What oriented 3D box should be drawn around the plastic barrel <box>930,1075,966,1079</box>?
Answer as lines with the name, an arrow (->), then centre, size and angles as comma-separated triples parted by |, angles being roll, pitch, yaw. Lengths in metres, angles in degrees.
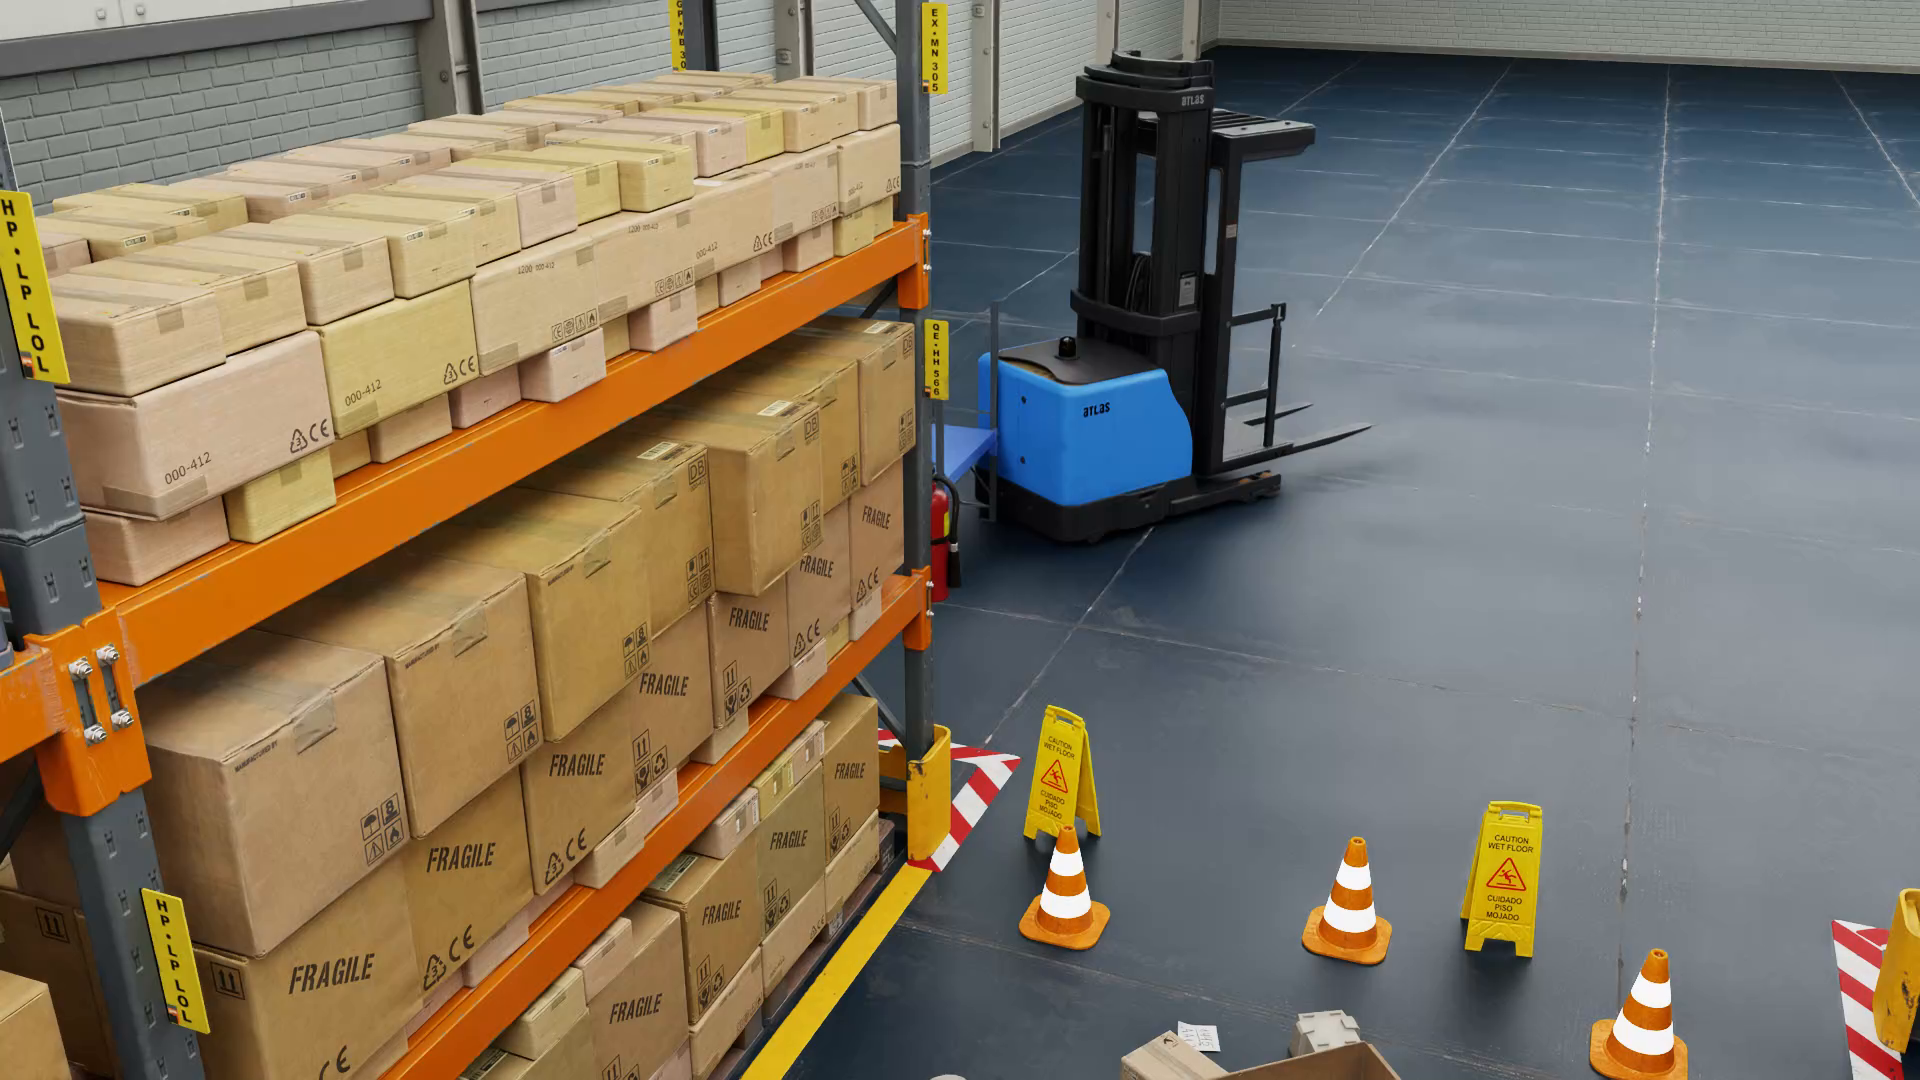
plastic barrel -> 0.037, 2.015, 5.377 | 0.421, 0.421, 0.512 | -12, 25, -26

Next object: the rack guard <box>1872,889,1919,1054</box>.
rack guard -> 4.041, 1.688, 6.061 | 1.175, 0.500, 0.348 | 9, 24, 20

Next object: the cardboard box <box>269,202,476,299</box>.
cardboard box -> -1.369, -0.681, 3.888 | 0.380, 0.149, 0.250 | 9, 24, 20

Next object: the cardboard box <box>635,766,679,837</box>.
cardboard box -> -1.121, 0.800, 5.268 | 0.380, 0.149, 0.250 | 9, 24, 20

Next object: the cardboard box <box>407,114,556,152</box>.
cardboard box -> -1.490, -1.231, 5.206 | 0.380, 0.149, 0.250 | 9, 24, 21

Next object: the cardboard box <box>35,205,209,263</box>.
cardboard box -> -1.967, -0.663, 3.846 | 0.380, 0.149, 0.250 | 9, 24, 21

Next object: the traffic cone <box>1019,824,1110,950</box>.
traffic cone -> 0.436, 1.379, 6.847 | 0.336, 0.463, 0.334 | 9, 24, 20

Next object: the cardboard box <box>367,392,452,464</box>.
cardboard box -> -1.475, -0.317, 4.051 | 0.380, 0.149, 0.250 | 10, 25, 22

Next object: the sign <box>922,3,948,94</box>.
sign -> -0.094, -1.836, 6.212 | 0.100, 0.325, 0.005 | 9, 24, 20

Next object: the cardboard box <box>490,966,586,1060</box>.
cardboard box -> -1.326, 1.339, 4.862 | 0.380, 0.149, 0.250 | 10, 25, 22

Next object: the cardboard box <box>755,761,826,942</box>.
cardboard box -> -0.848, 1.111, 6.249 | 0.500, 0.500, 0.500 | 10, 25, 22

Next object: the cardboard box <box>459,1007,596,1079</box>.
cardboard box -> -1.430, 1.665, 4.922 | 0.500, 0.500, 0.500 | 10, 25, 22

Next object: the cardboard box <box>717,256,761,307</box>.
cardboard box -> -0.871, -0.869, 5.373 | 0.380, 0.149, 0.250 | 9, 24, 20

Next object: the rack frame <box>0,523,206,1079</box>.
rack frame -> -2.087, 1.302, 3.742 | 1.000, 3.000, 0.127 | 9, 24, 20

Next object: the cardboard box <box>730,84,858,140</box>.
cardboard box -> -0.585, -1.516, 5.887 | 0.380, 0.149, 0.250 | 9, 24, 21

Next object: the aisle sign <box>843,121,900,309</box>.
aisle sign -> -0.309, -1.310, 6.621 | 0.394, 0.787, 0.004 | 9, 24, 20

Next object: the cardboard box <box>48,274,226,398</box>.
cardboard box -> -1.667, -0.400, 3.216 | 0.380, 0.149, 0.250 | 8, 24, 19

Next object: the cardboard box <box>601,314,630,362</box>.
cardboard box -> -1.169, -0.595, 4.718 | 0.380, 0.149, 0.250 | 9, 24, 20

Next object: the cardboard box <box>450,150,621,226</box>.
cardboard box -> -1.167, -0.969, 4.577 | 0.380, 0.149, 0.250 | 9, 24, 21

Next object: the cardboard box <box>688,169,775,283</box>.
cardboard box -> -0.918, -0.994, 5.155 | 0.500, 0.250, 0.500 | 9, 24, 22

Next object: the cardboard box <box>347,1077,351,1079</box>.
cardboard box -> -1.672, 1.351, 3.950 | 0.380, 0.149, 0.250 | 9, 24, 20

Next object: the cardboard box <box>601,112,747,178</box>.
cardboard box -> -0.902, -1.252, 5.255 | 0.380, 0.149, 0.250 | 9, 24, 20

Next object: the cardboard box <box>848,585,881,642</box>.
cardboard box -> -0.533, 0.257, 6.568 | 0.380, 0.149, 0.250 | 8, 24, 19

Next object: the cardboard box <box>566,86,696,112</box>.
cardboard box -> -1.152, -1.495, 5.836 | 0.380, 0.149, 0.250 | 9, 24, 20

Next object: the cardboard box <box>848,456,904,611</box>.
cardboard box -> -0.547, -0.079, 6.533 | 0.500, 0.500, 0.500 | 8, 24, 19

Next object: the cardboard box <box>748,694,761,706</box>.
cardboard box -> -0.941, 0.514, 5.954 | 0.380, 0.149, 0.250 | 9, 24, 21

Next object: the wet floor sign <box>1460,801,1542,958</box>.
wet floor sign -> 2.204, 1.335, 6.716 | 0.267, 0.644, 0.232 | 5, 23, 11

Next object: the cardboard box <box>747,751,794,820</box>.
cardboard box -> -0.827, 0.855, 6.021 | 0.380, 0.149, 0.250 | 9, 24, 21

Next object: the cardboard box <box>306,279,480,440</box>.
cardboard box -> -1.487, -0.455, 3.863 | 0.500, 0.250, 0.500 | 9, 24, 20

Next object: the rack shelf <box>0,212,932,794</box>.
rack shelf -> -1.344, -0.466, 5.016 | 1.077, 0.370, 4.000 | 9, 24, 20

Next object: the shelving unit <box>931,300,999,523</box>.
shelving unit -> -0.165, -0.658, 10.380 | 0.538, 1.500, 1.048 | 8, 24, 18

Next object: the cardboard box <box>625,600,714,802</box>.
cardboard box -> -1.132, 0.456, 5.250 | 0.500, 0.500, 0.500 | 9, 24, 21

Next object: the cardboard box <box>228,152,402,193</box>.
cardboard box -> -1.753, -0.953, 4.539 | 0.380, 0.149, 0.250 | 9, 24, 21

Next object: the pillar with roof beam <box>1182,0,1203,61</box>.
pillar with roof beam -> 8.834, -13.606, 31.649 | 9.100, 9.000, 0.400 | 9, 24, 20

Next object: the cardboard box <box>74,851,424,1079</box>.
cardboard box -> -1.665, 1.001, 3.947 | 0.500, 0.500, 0.500 | 9, 24, 20

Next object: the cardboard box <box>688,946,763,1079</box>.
cardboard box -> -1.041, 1.645, 5.942 | 0.500, 0.250, 0.500 | 8, 24, 18

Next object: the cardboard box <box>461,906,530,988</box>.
cardboard box -> -1.432, 1.070, 4.622 | 0.380, 0.149, 0.250 | 10, 25, 22

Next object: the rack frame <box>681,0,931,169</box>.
rack frame -> -0.601, -2.898, 6.012 | 1.000, 3.000, 0.127 | 9, 24, 20

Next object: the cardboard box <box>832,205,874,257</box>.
cardboard box -> -0.536, -1.136, 6.013 | 0.380, 0.149, 0.250 | 9, 24, 20

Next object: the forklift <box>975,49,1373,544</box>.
forklift -> 1.601, -1.757, 11.153 | 3.031, 2.935, 1.130 | -15, 27, -32

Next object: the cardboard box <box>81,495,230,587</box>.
cardboard box -> -1.740, -0.044, 3.397 | 0.380, 0.149, 0.250 | 8, 24, 19

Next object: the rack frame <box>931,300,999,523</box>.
rack frame -> 0.003, -0.843, 10.822 | 0.500, 1.500, 0.032 | 8, 24, 18

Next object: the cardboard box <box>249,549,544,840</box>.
cardboard box -> -1.513, 0.351, 4.205 | 0.700, 0.500, 0.500 | 9, 24, 20

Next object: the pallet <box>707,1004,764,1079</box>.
pallet -> -1.419, 1.905, 5.916 | 1.003, 0.211, 1.213 | 9, 24, 20

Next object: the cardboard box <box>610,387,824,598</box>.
cardboard box -> -0.877, -0.183, 5.484 | 0.700, 0.500, 0.500 | 8, 24, 19

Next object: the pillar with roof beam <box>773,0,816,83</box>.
pillar with roof beam -> 2.148, -7.165, 16.228 | 9.100, 9.000, 0.400 | 9, 24, 20

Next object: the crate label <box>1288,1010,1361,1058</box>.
crate label -> 1.359, 1.857, 6.126 | 0.250, 0.136, 0.298 | -3, 23, -8
